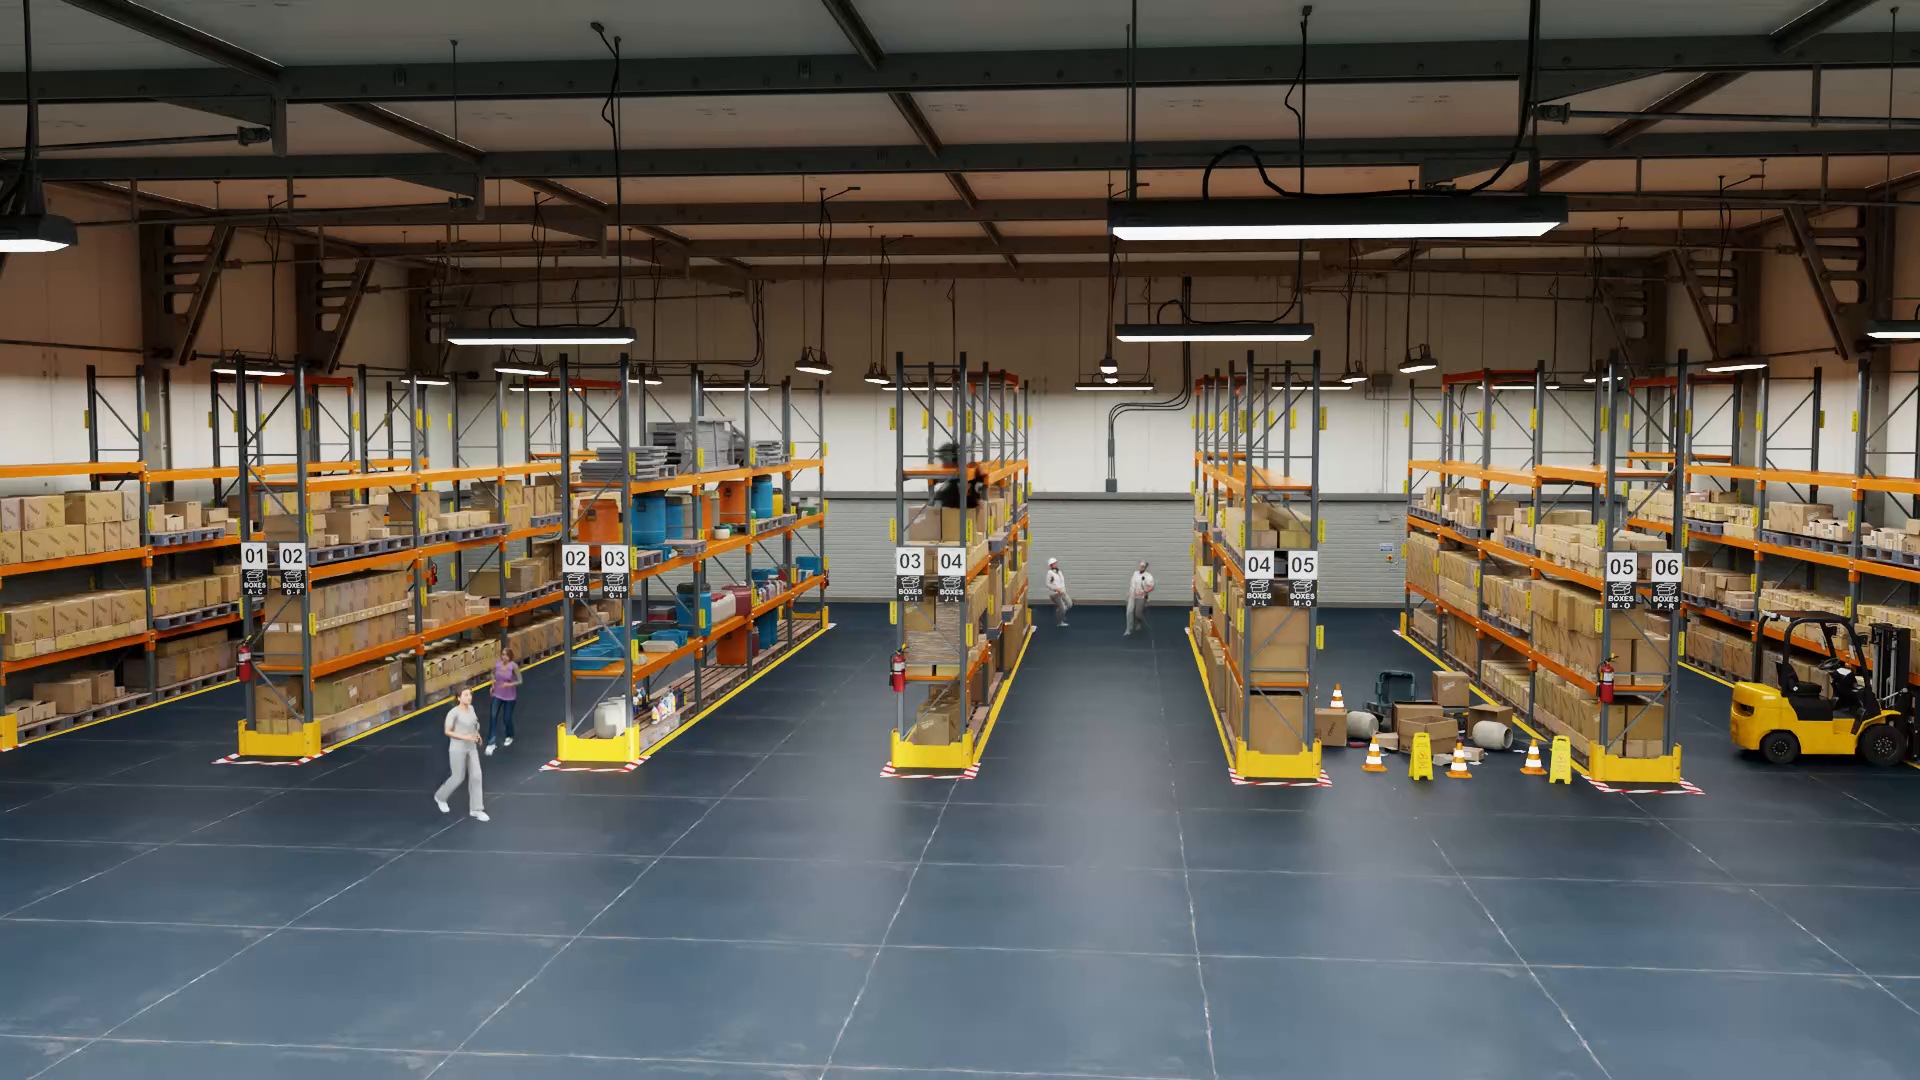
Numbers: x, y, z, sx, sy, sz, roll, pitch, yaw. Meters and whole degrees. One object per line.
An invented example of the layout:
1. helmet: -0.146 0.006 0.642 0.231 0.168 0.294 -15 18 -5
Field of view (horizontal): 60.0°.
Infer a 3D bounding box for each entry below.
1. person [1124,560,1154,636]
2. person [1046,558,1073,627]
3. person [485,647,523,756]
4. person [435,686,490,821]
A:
1. person: 4.220 1.356 39.160 0.702 1.769 0.823 3 5 34
2. person: 2.415 1.285 40.427 0.551 1.692 0.698 3 5 40
3. person: -6.891 2.423 25.269 0.549 1.625 0.743 0 4 1
4. person: -6.291 2.675 21.011 0.848 1.688 0.587 2 5 31
